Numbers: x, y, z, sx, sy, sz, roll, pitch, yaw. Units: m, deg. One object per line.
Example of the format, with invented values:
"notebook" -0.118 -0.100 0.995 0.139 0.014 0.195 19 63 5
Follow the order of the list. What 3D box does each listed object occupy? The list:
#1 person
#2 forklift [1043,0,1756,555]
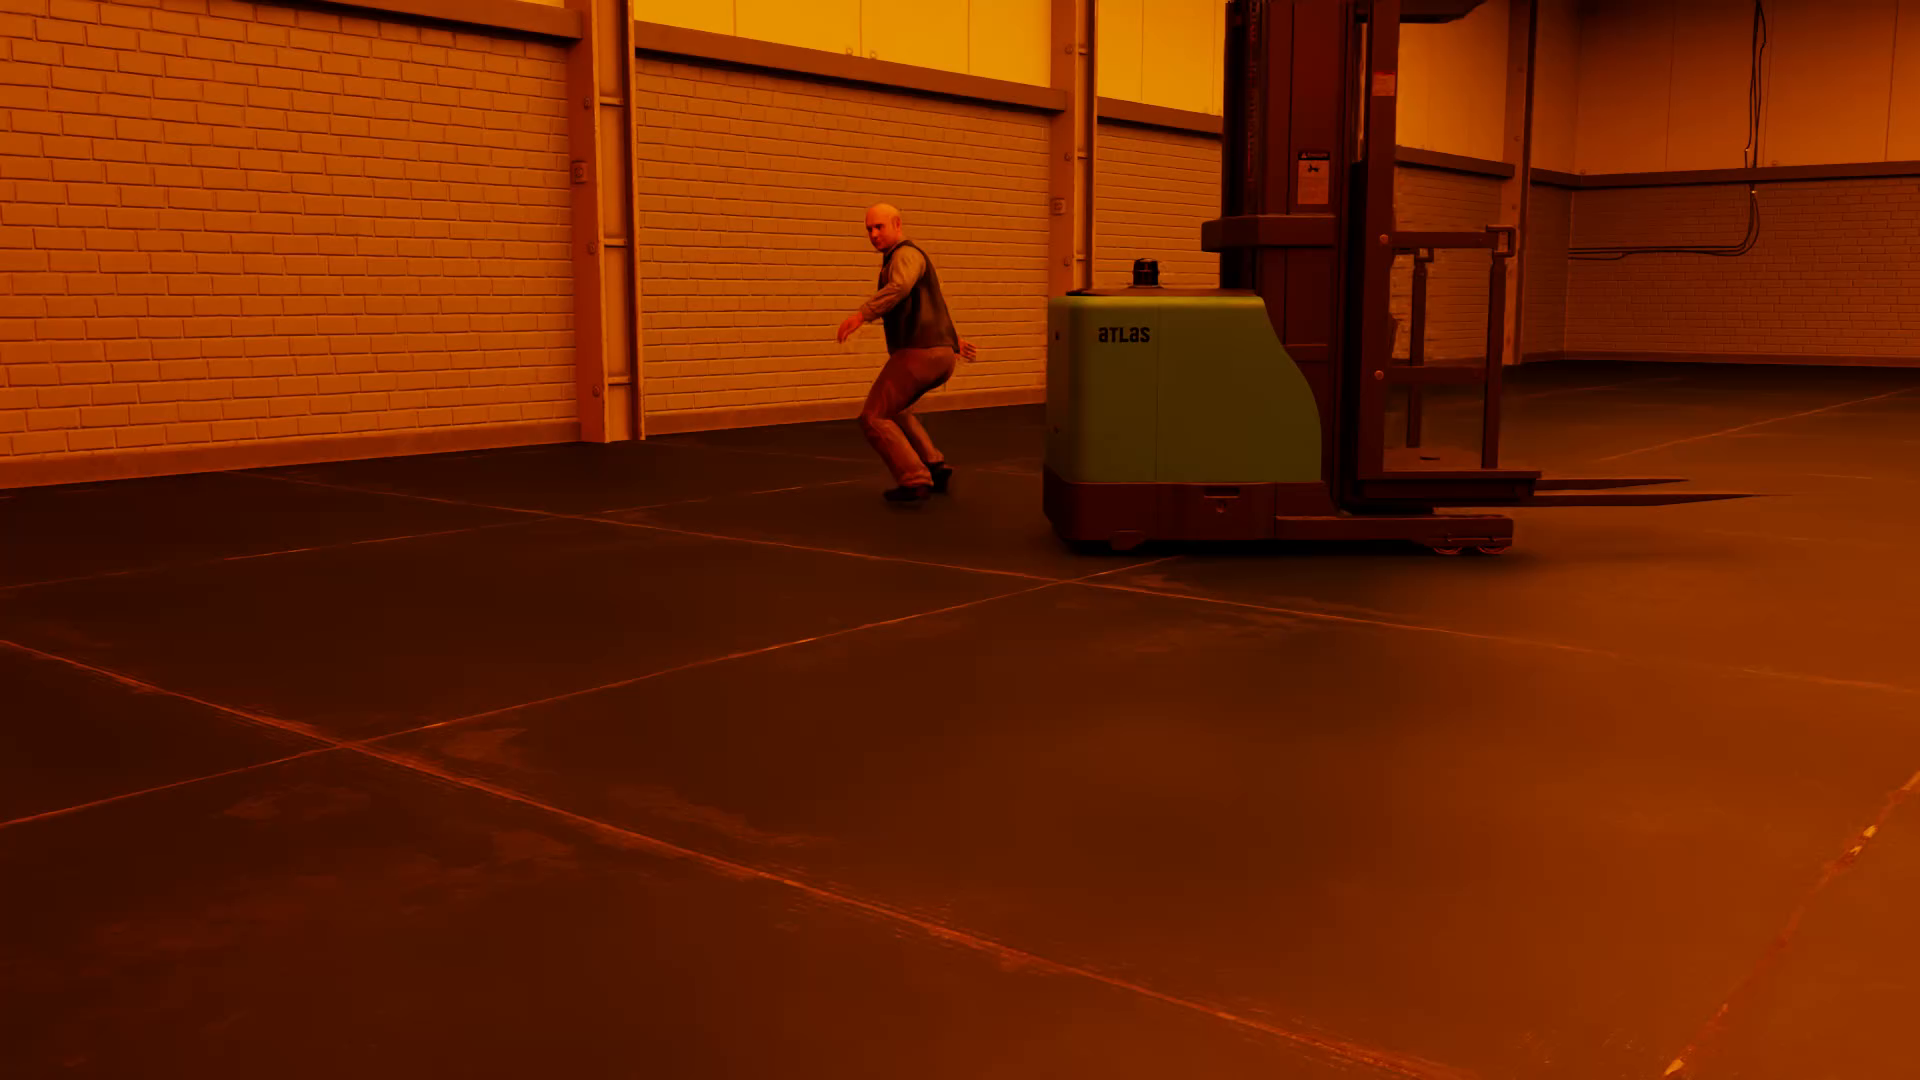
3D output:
"person" -0.266 -0.949 8.820 0.536 1.638 0.989 2 9 13
"forklift" 1.925 -1.462 7.276 3.031 2.935 1.130 0 8 -3
